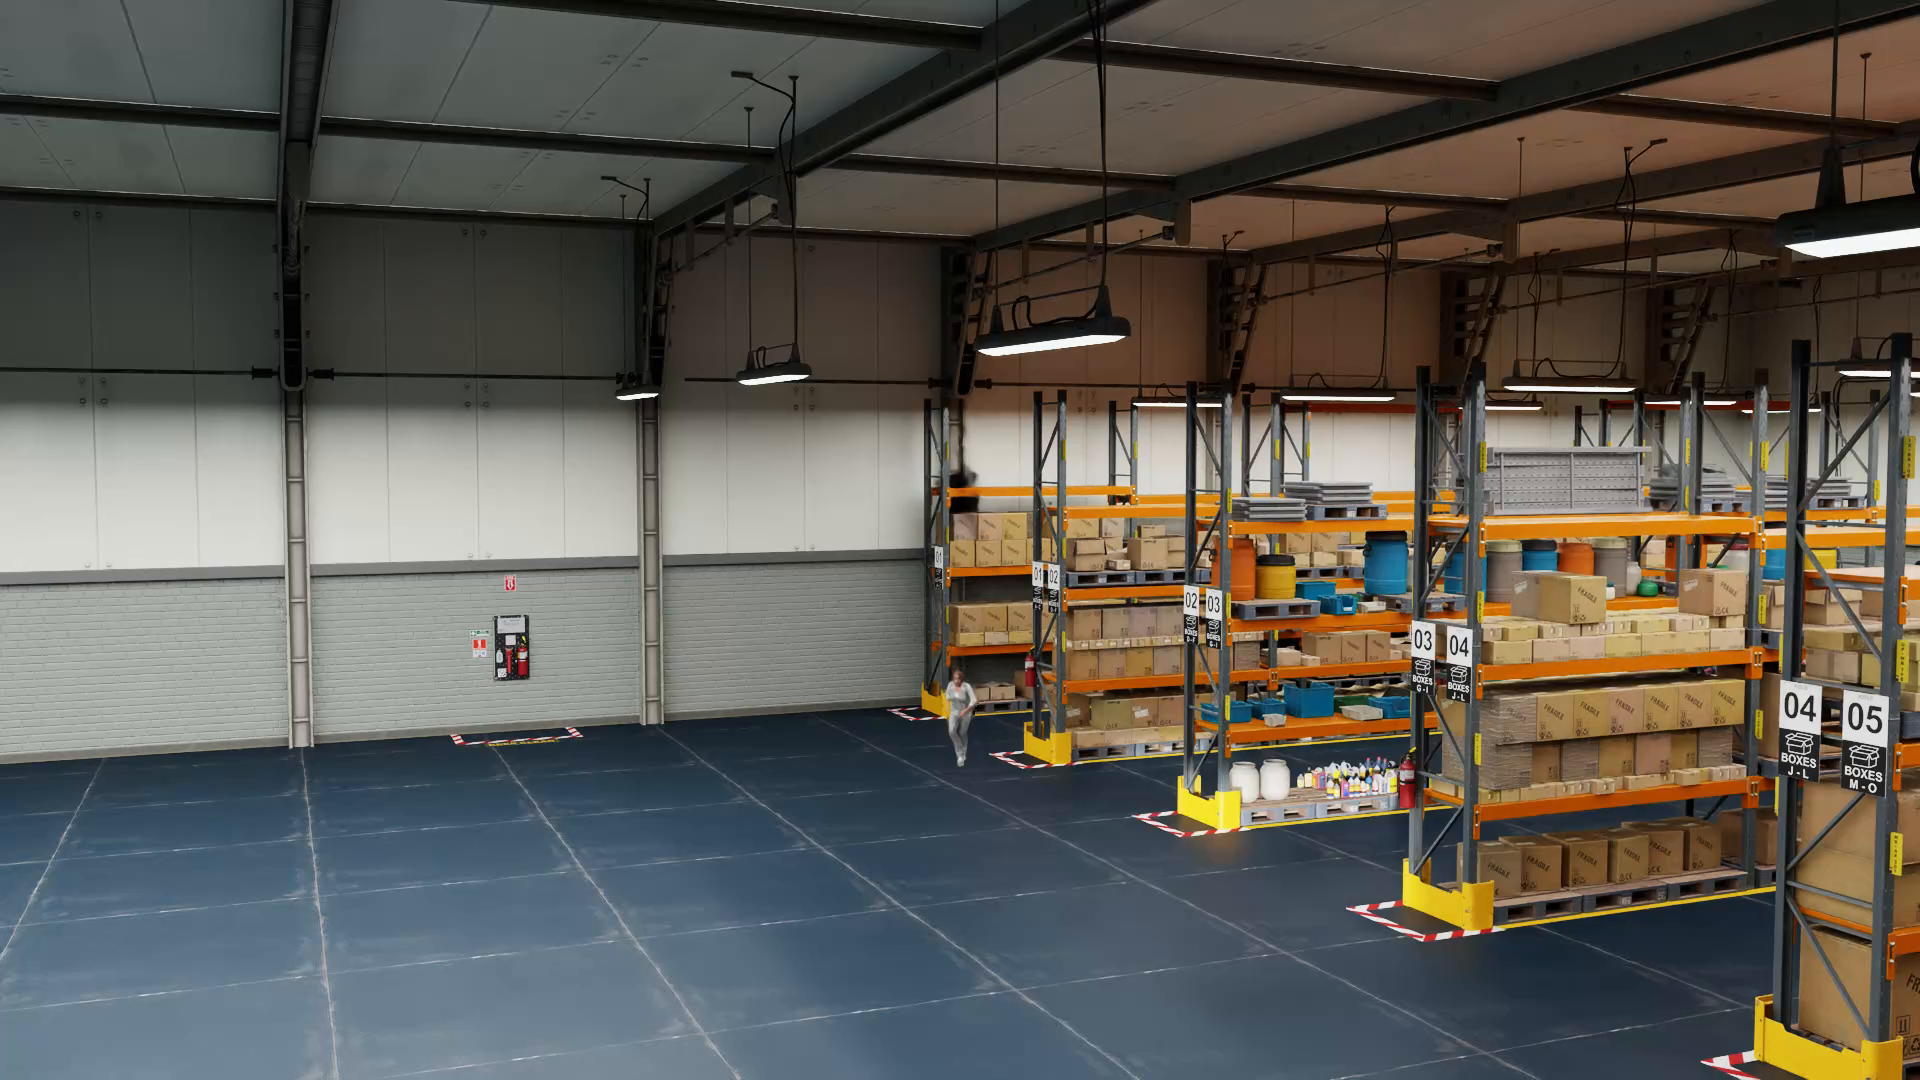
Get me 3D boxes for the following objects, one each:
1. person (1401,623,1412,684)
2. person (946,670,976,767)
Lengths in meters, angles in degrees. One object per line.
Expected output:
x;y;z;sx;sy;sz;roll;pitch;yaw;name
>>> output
8.649;2.425;31.798;0.592;1.742;0.655;-2;4;-28;person
0.040;2.741;26.086;0.515;1.499;0.896;1;3;13;person
